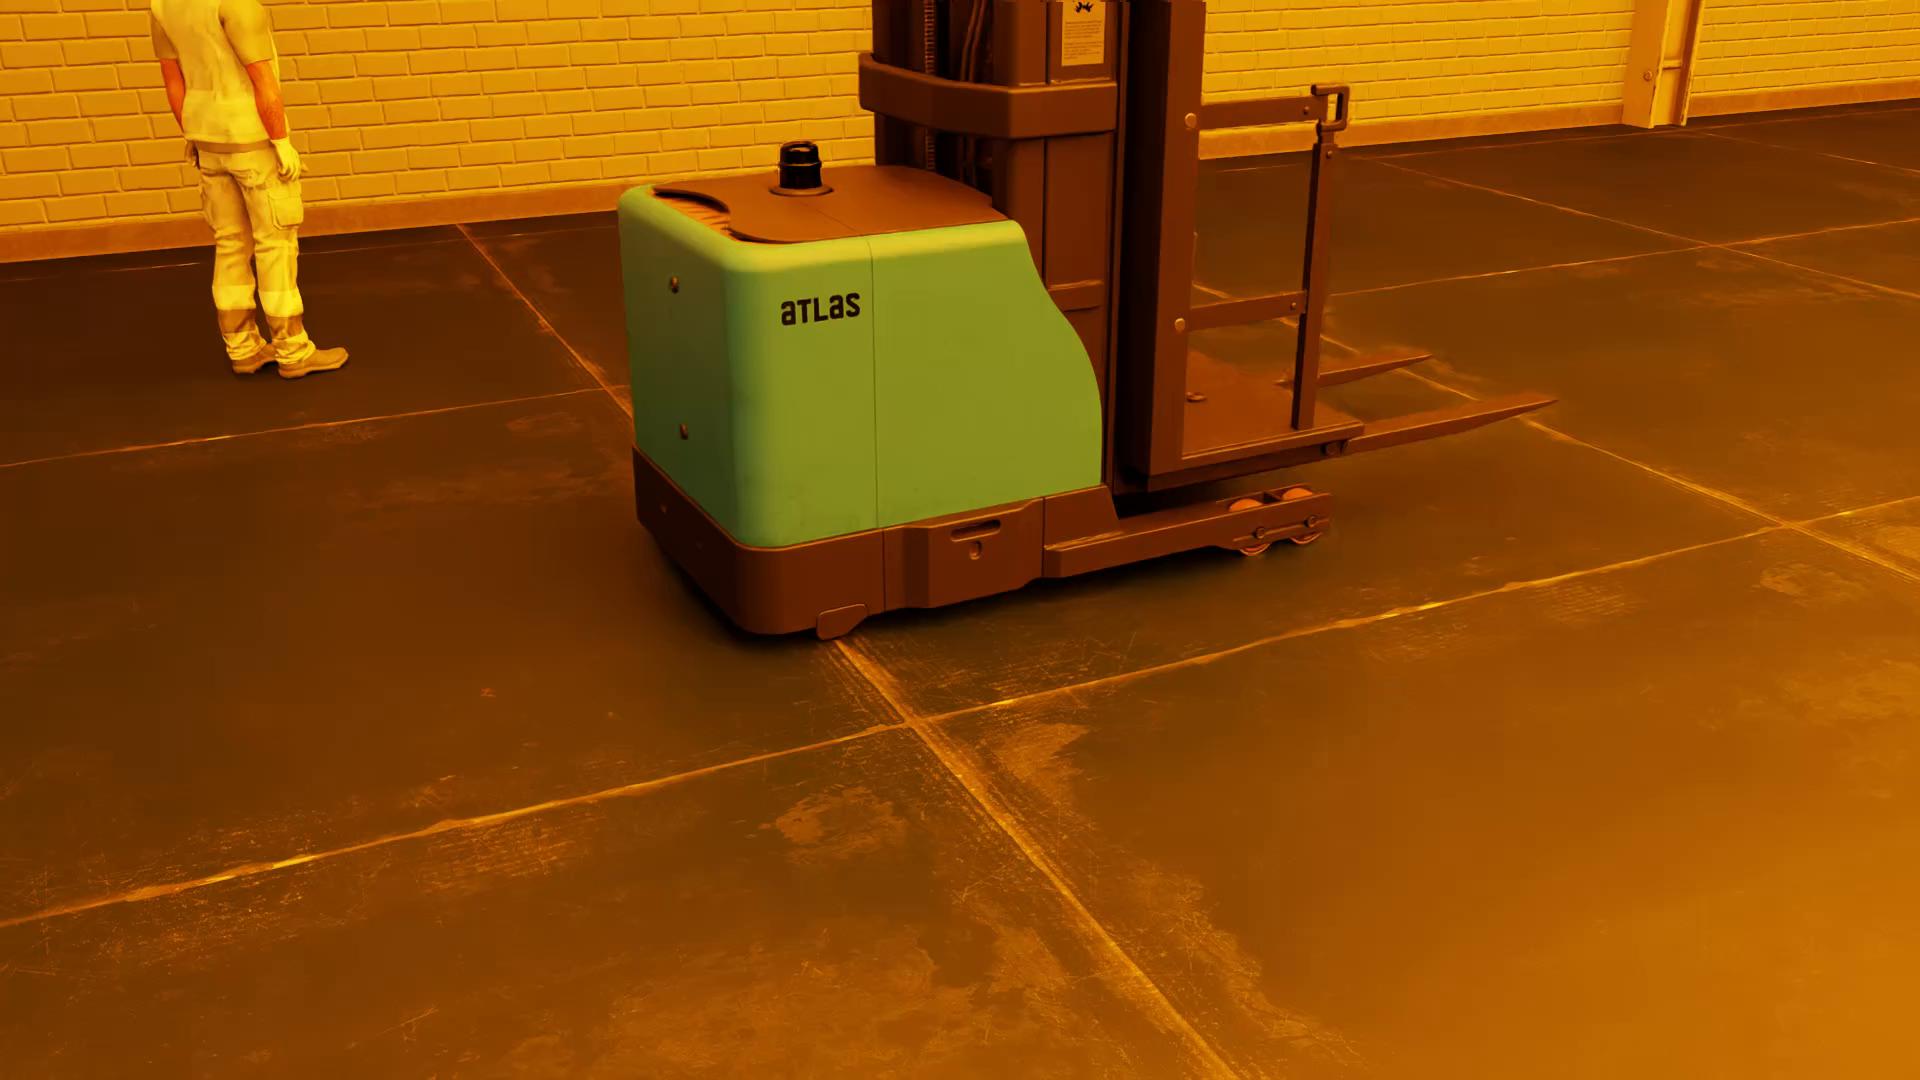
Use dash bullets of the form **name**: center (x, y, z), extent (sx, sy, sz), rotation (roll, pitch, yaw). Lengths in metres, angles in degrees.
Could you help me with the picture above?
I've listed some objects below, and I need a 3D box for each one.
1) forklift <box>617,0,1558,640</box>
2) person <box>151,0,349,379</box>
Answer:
- **forklift**: center (0.556, -1.474, 4.835), extent (3.031, 2.935, 1.130), rotation (-11, 25, -26)
- **person**: center (-2.783, -1.533, 6.463), extent (0.546, 1.795, 0.352), rotation (9, 24, 22)
